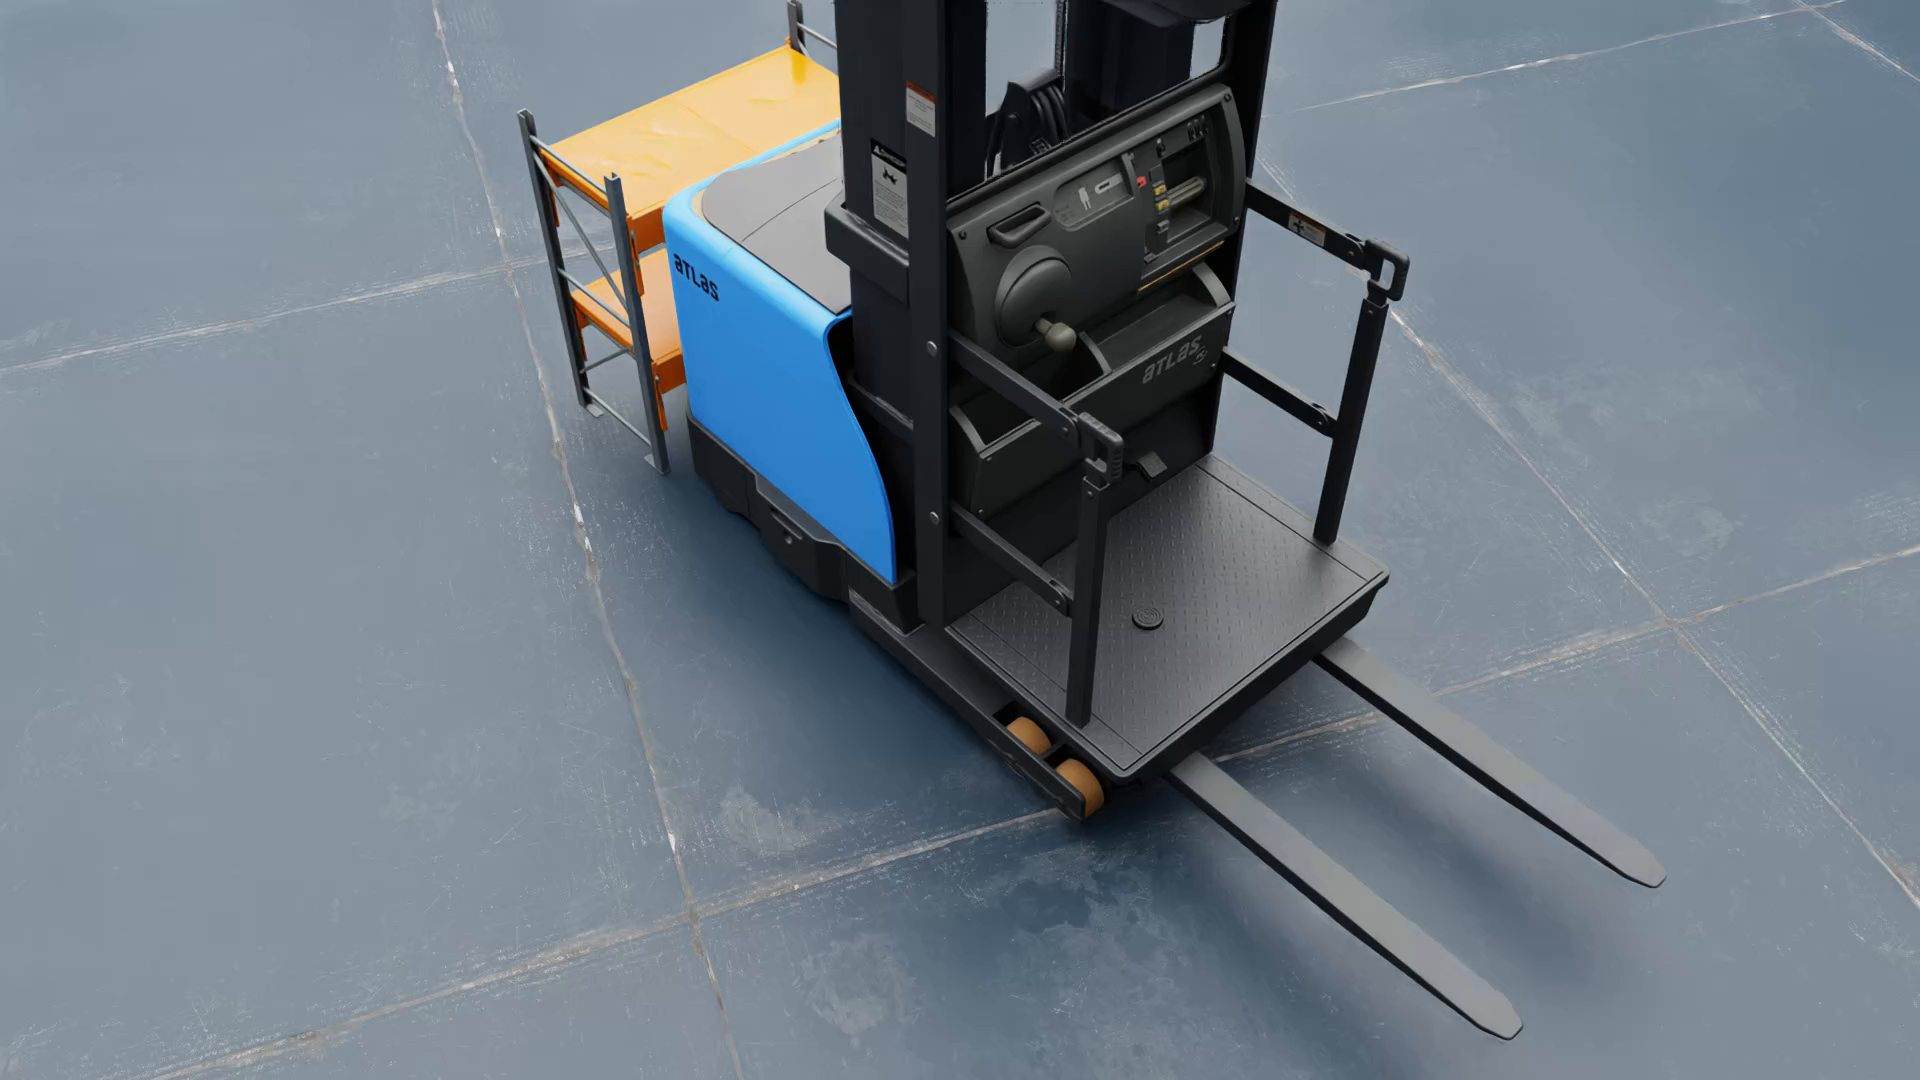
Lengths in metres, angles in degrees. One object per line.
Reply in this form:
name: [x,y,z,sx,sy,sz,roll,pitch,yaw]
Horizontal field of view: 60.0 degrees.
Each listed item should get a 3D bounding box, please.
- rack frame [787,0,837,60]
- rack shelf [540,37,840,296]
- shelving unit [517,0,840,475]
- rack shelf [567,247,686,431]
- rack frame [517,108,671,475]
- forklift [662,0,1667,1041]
rack frame: [-0.384,-1.234,5.684,0.032,1.125,0.500,-33,54,-28]
rack shelf: [-0.759,-1.197,5.235,1.000,0.278,0.538,-33,54,-28]
shelving unit: [-0.759,-0.990,5.442,1.048,1.125,0.538,-33,54,-28]
rack shelf: [-0.758,-0.818,5.615,1.000,0.278,0.538,-33,54,-28]
rack frame: [-1.134,-0.747,5.200,0.032,1.125,0.500,-33,54,-28]
forklift: [0.493,-0.690,3.869,1.130,2.935,3.031,-32,53,-28]
